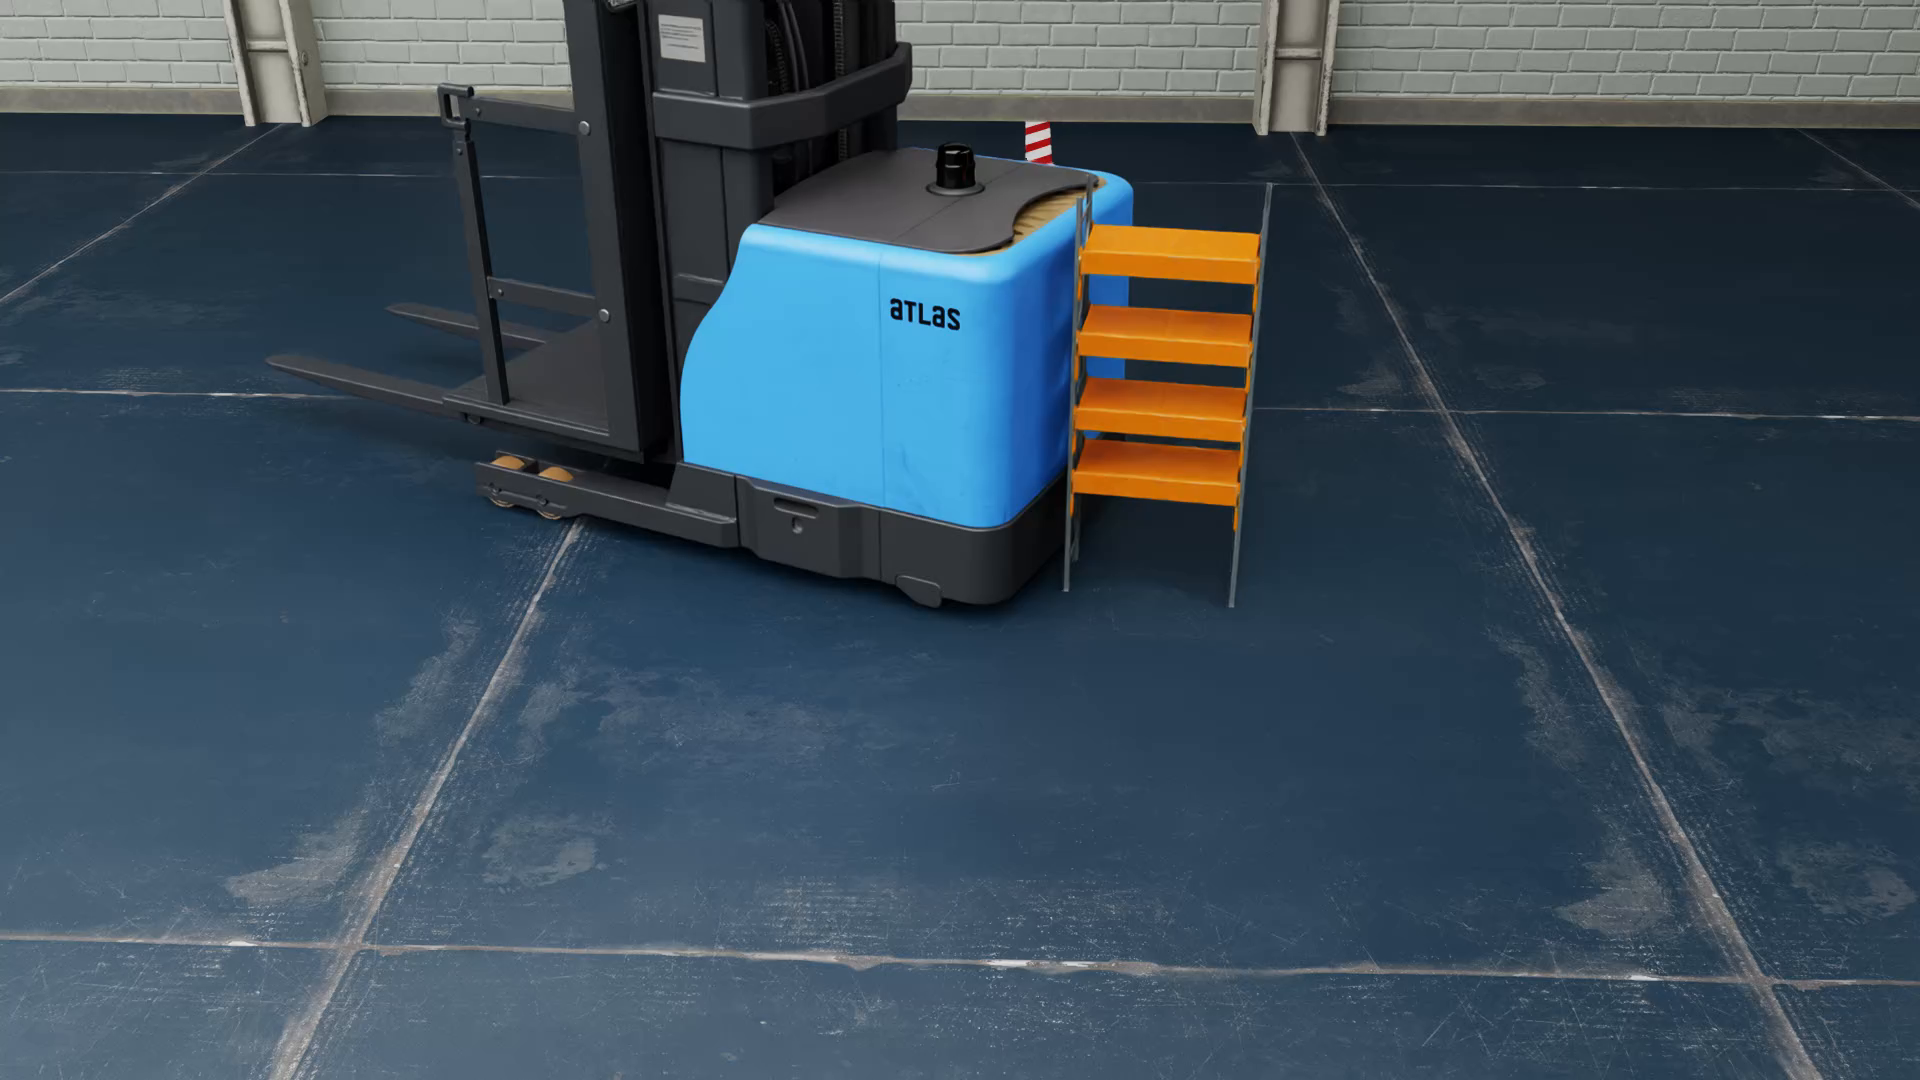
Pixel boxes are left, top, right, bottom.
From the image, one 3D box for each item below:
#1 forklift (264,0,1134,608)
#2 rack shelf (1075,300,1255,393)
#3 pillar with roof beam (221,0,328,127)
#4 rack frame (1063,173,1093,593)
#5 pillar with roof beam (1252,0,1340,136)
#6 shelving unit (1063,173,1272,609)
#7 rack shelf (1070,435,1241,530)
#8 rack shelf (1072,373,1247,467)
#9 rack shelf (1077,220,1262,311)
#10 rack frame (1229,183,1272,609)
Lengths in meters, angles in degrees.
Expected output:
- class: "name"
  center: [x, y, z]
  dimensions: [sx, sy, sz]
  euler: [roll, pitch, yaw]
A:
- class: "forklift"
  center: [-1.010, -1.567, 5.076]
  dimensions: [3.031, 2.935, 1.130]
  euler: [13, 31, 23]
- class: "rack shelf"
  center: [0.578, -0.545, 4.663]
  dimensions: [0.480, 0.148, 0.258]
  euler: [5, 28, 10]
- class: "pillar with roof beam"
  center: [-4.204, -4.495, 4.122]
  dimensions: [0.400, 9.000, 9.100]
  euler: [1, 28, 2]
- class: "rack frame"
  center: [0.339, -0.429, 4.777]
  dimensions: [0.015, 1.200, 0.240]
  euler: [5, 28, 10]
- class: "pillar with roof beam"
  center: [1.793, -4.396, 3.935]
  dimensions: [0.400, 9.000, 9.100]
  euler: [1, 28, 2]
- class: "shelving unit"
  center: [0.578, -0.406, 4.736]
  dimensions: [0.503, 1.200, 0.258]
  euler: [5, 28, 10]
- class: "rack shelf"
  center: [0.578, -0.172, 4.860]
  dimensions: [0.480, 0.148, 0.258]
  euler: [5, 28, 10]
- class: "rack shelf"
  center: [0.578, -0.347, 4.767]
  dimensions: [0.480, 0.148, 0.258]
  euler: [5, 28, 10]
- class: "rack shelf"
  center: [0.578, -0.754, 4.552]
  dimensions: [0.480, 0.148, 0.258]
  euler: [5, 28, 10]
- class: "rack frame"
  center: [0.818, -0.384, 4.694]
  dimensions: [0.015, 1.200, 0.240]
  euler: [5, 28, 10]
